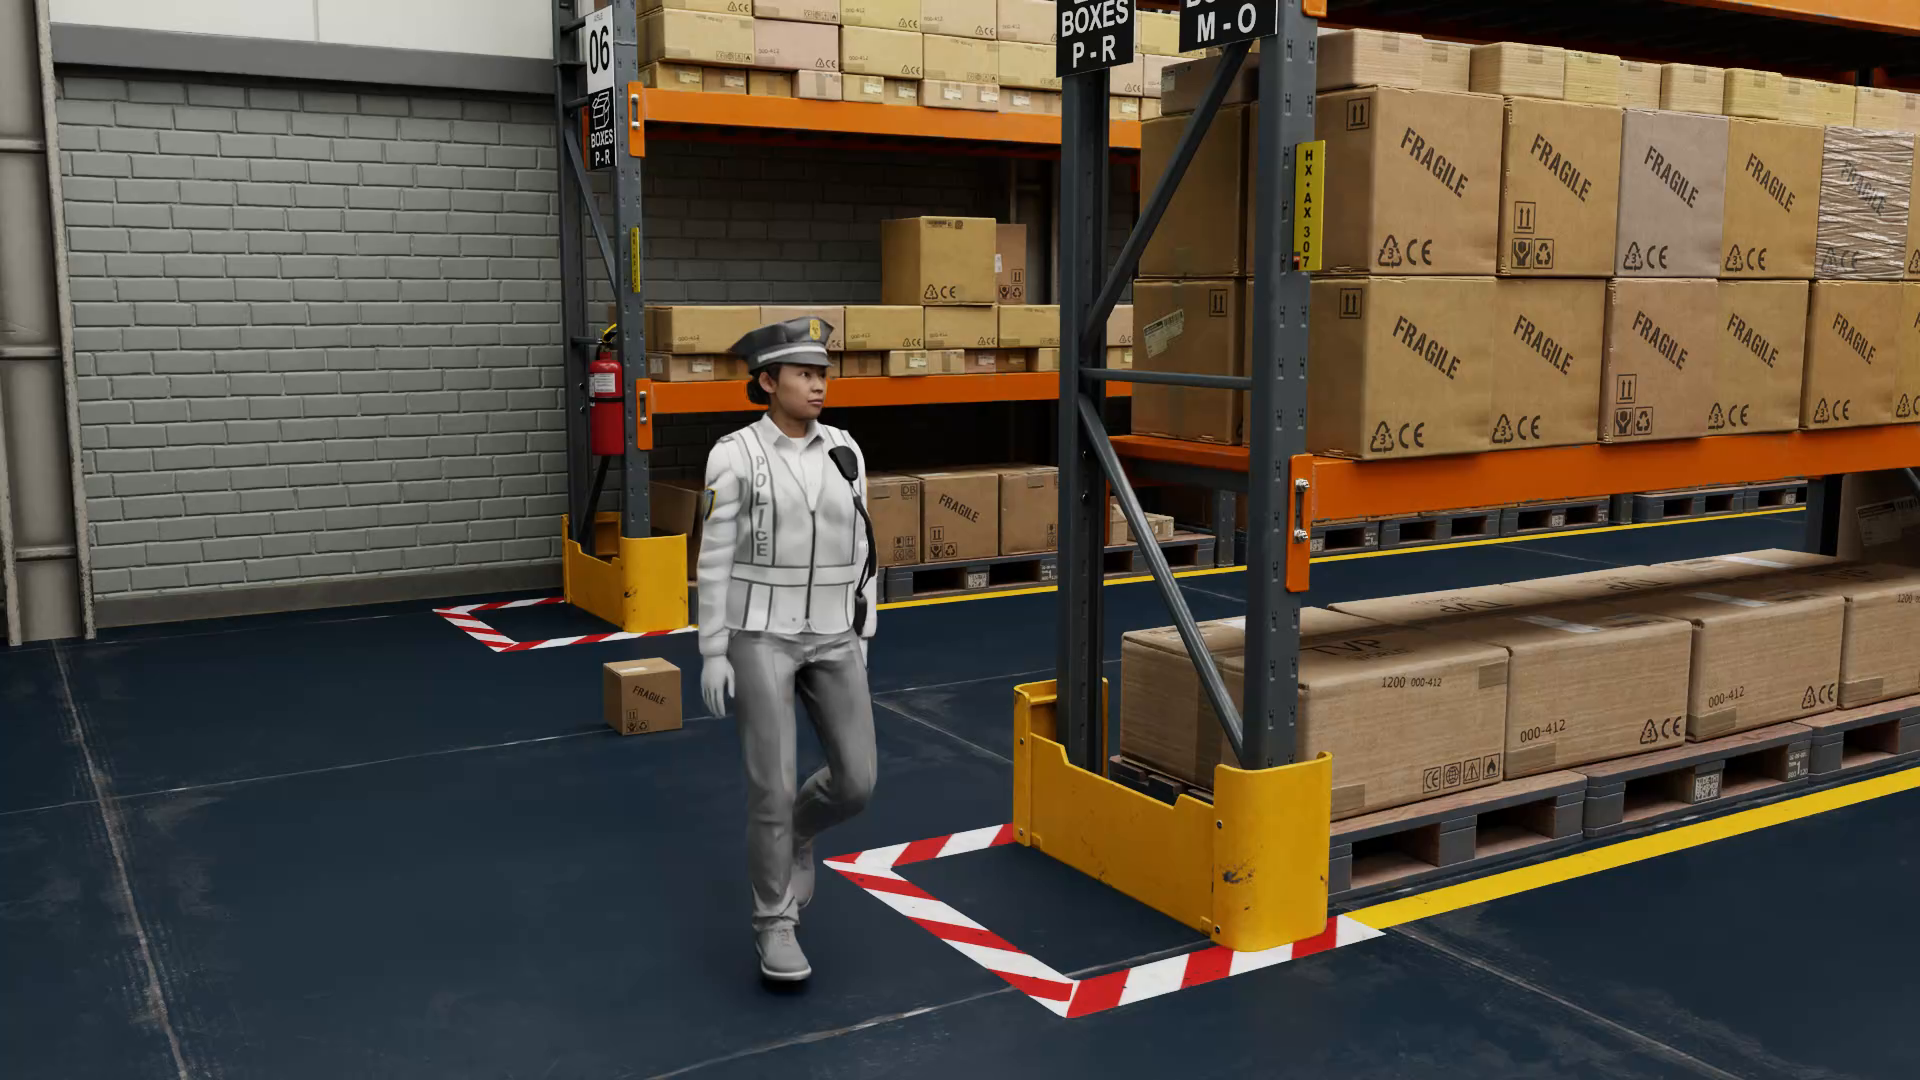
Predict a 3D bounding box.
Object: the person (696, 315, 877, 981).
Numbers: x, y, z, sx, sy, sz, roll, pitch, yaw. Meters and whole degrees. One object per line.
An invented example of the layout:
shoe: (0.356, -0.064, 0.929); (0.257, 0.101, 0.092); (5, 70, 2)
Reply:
person: (-0.444, 0.255, 4.341); (0.512, 1.671, 0.542); (-4, 9, -26)
